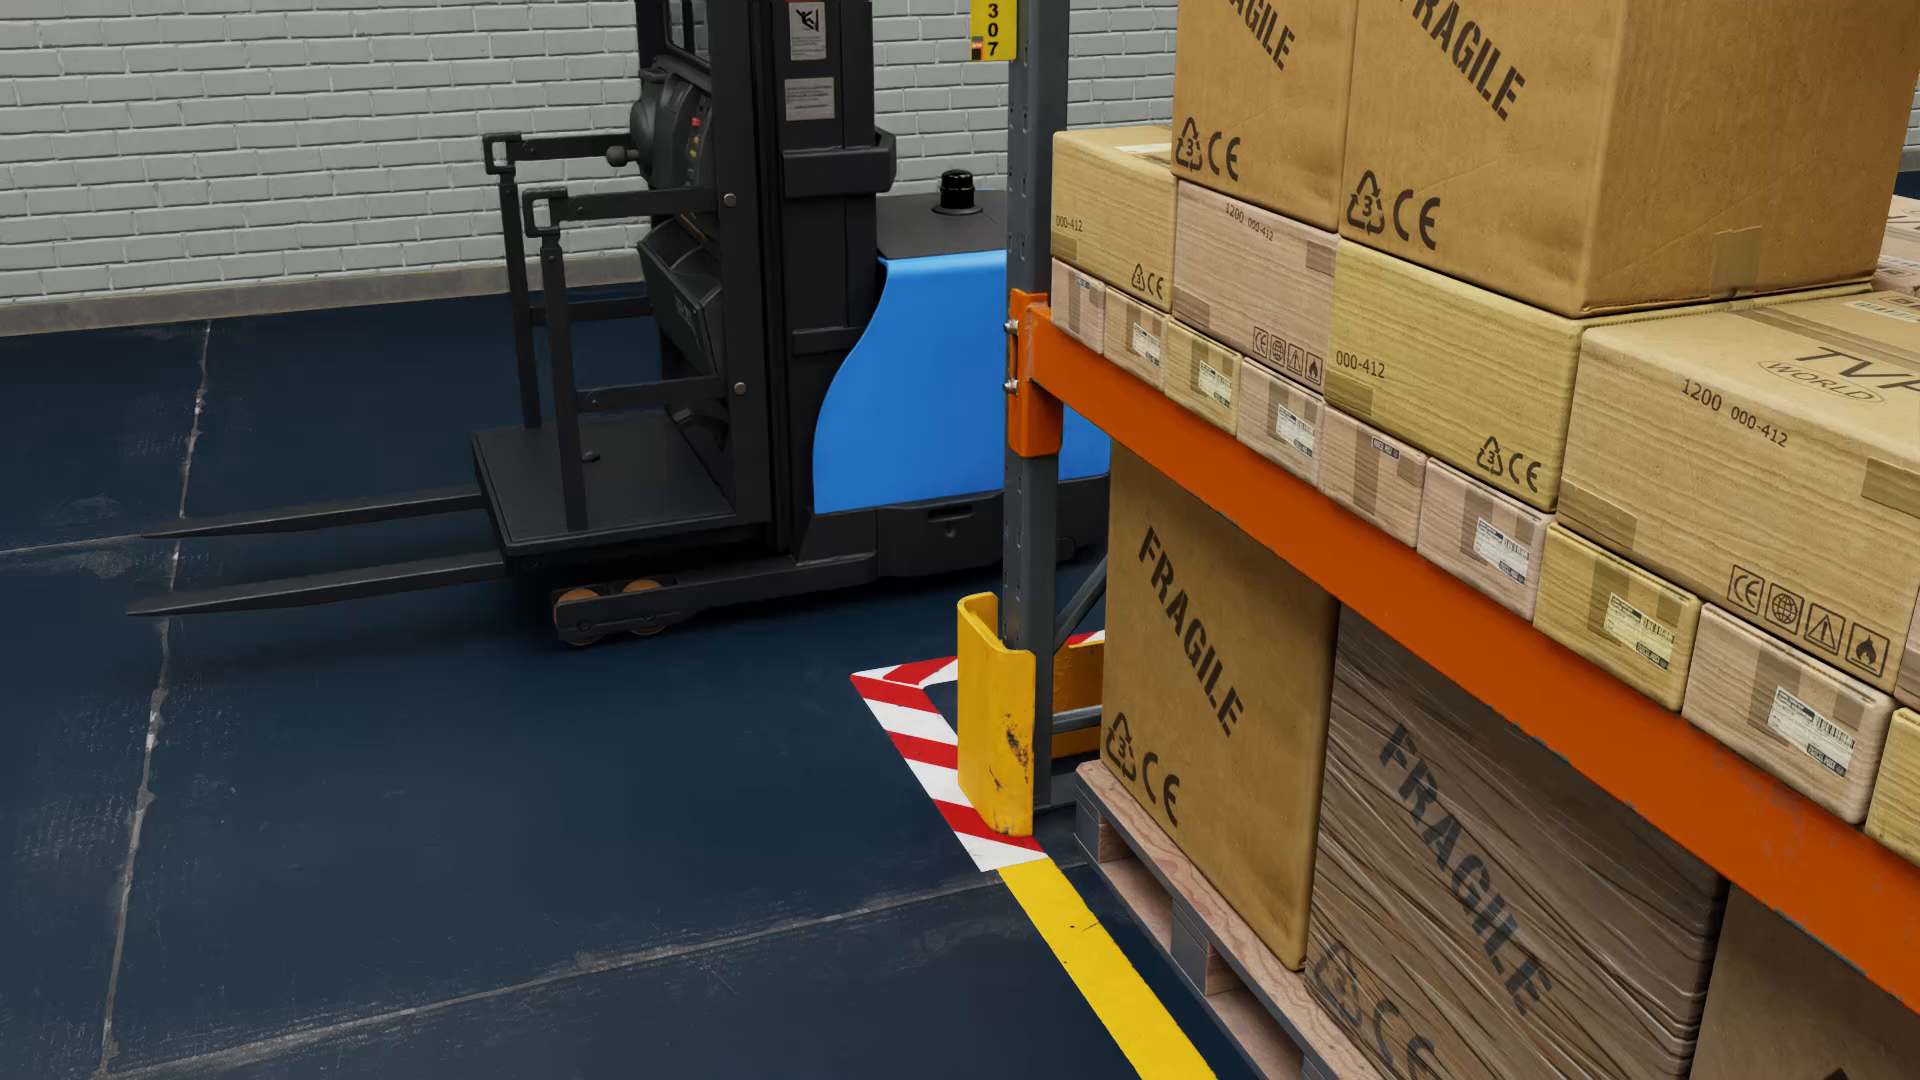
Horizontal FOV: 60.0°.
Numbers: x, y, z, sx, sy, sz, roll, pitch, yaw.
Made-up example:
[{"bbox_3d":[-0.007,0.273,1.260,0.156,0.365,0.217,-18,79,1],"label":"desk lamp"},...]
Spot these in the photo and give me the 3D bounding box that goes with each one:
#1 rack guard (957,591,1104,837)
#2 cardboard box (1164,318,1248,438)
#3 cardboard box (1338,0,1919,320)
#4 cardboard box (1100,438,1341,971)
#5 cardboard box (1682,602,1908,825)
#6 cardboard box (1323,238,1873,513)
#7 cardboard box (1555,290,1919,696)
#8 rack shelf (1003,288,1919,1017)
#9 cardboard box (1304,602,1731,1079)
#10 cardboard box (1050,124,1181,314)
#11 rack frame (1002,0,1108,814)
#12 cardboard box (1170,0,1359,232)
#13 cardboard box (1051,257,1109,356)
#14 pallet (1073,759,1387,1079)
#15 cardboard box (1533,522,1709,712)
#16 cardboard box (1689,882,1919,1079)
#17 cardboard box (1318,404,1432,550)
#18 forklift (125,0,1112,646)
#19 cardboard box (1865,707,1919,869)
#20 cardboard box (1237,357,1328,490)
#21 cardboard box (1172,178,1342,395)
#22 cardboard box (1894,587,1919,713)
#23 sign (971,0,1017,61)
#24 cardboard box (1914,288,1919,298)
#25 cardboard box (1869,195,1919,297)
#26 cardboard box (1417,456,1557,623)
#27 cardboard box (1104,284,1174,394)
[{"bbox_3d":[0.582,0.357,4.260,1.175,0.500,0.348,-8,24,-19],"label":"rack guard"},{"bbox_3d":[0.590,-0.310,2.948,0.380,0.149,0.250,-9,24,-20],"label":"cardboard box"},{"bbox_3d":[0.873,-0.619,2.202,0.500,0.500,0.500,-9,24,-20],"label":"cardboard box"},{"bbox_3d":[0.892,0.221,3.559,0.875,0.875,0.875,-8,24,-19],"label":"cardboard box"},{"bbox_3d":[1.046,0.157,1.838,0.380,0.149,0.250,-8,24,-18],"label":"cardboard box"},{"bbox_3d":[0.872,-0.272,2.343,0.500,0.250,0.500,-9,25,-21],"label":"cardboard box"},{"bbox_3d":[1.061,-0.083,1.895,0.500,0.250,0.500,-9,24,-20],"label":"cardboard box"},{"bbox_3d":[1.297,0.272,2.169,1.077,0.370,4.000,-8,24,-19],"label":"rack shelf"},{"bbox_3d":[1.213,0.551,2.775,0.875,0.875,0.875,-8,24,-19],"label":"cardboard box"},{"bbox_3d":[0.508,-0.643,3.224,0.500,0.250,0.500,-9,24,-20],"label":"cardboard box"},{"bbox_3d":[0.591,-0.786,3.754,1.000,3.000,0.127,-8,24,-19],"label":"rack frame"},{"bbox_3d":[0.684,-0.807,2.647,0.500,0.500,0.500,-9,24,-20],"label":"cardboard box"},{"bbox_3d":[0.407,-0.496,3.389,0.380,0.149,0.250,-8,24,-18],"label":"cardboard box"},{"bbox_3d":[0.946,0.778,3.632,1.003,0.211,1.213,-8,24,-19],"label":"pallet"},{"bbox_3d":[0.952,0.062,2.064,0.380,0.149,0.250,-9,24,-20],"label":"cardboard box"},{"bbox_3d":[1.528,0.875,2.008,0.875,0.875,0.875,-8,24,-19],"label":"cardboard box"},{"bbox_3d":[0.772,-0.123,2.504,0.380,0.149,0.250,-9,24,-20],"label":"cardboard box"},{"bbox_3d":[-1.053,-1.265,4.978,3.031,2.935,1.130,-8,24,-19],"label":"forklift"},{"bbox_3d":[1.135,0.250,1.618,0.380,0.149,0.250,-9,24,-20],"label":"cardboard box"},{"bbox_3d":[0.683,-0.216,2.723,0.380,0.149,0.250,-9,24,-20],"label":"cardboard box"},{"bbox_3d":[0.698,-0.455,2.778,0.500,0.250,0.500,-9,24,-20],"label":"cardboard box"},{"bbox_3d":[1.237,0.101,1.457,0.500,0.250,0.500,-8,24,-18],"label":"cardboard box"},{"bbox_3d":[0.069,-1.148,3.395,0.100,0.325,0.005,-8,24,-19],"label":"sign"},{"bbox_3d":[1.557,-0.157,2.070,0.500,0.250,0.500,-8,24,-19],"label":"cardboard box"},{"bbox_3d":[1.369,-0.345,2.518,0.500,0.250,0.500,-9,25,-21],"label":"cardboard box"},{"bbox_3d":[0.864,-0.030,2.282,0.380,0.149,0.250,-9,24,-20],"label":"cardboard box"},{"bbox_3d":[0.499,-0.403,3.169,0.380,0.149,0.250,-9,24,-20],"label":"cardboard box"}]
